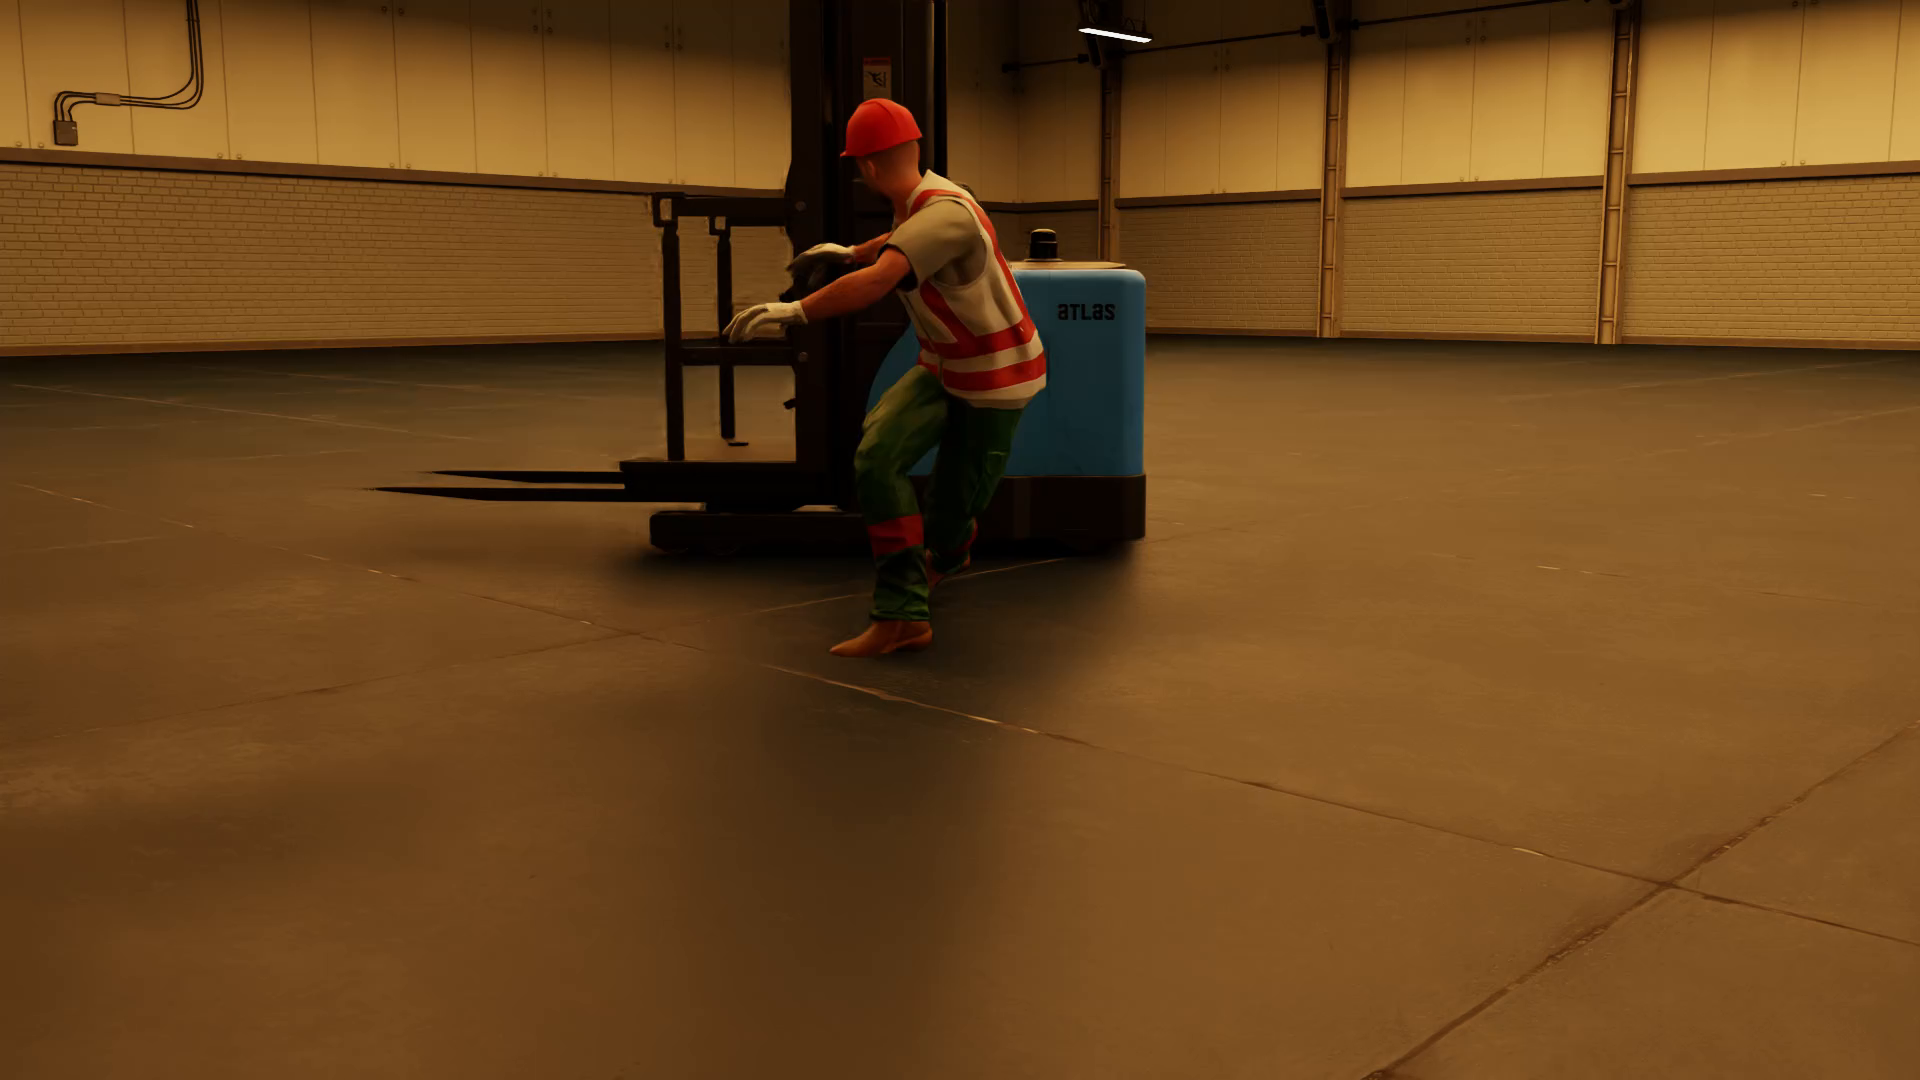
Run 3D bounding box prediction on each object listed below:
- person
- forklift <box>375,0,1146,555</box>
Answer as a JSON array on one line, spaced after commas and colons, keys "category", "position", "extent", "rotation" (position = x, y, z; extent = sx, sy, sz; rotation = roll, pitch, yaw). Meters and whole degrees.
[{"category": "person", "position": [-0.282, -0.466, 4.808], "extent": [1.147, 1.549, 0.911], "rotation": [-7, 11, -41]}, {"category": "forklift", "position": [-0.783, -1.468, 6.624], "extent": [3.031, 2.935, 1.130], "rotation": [1, 9, 3]}]
